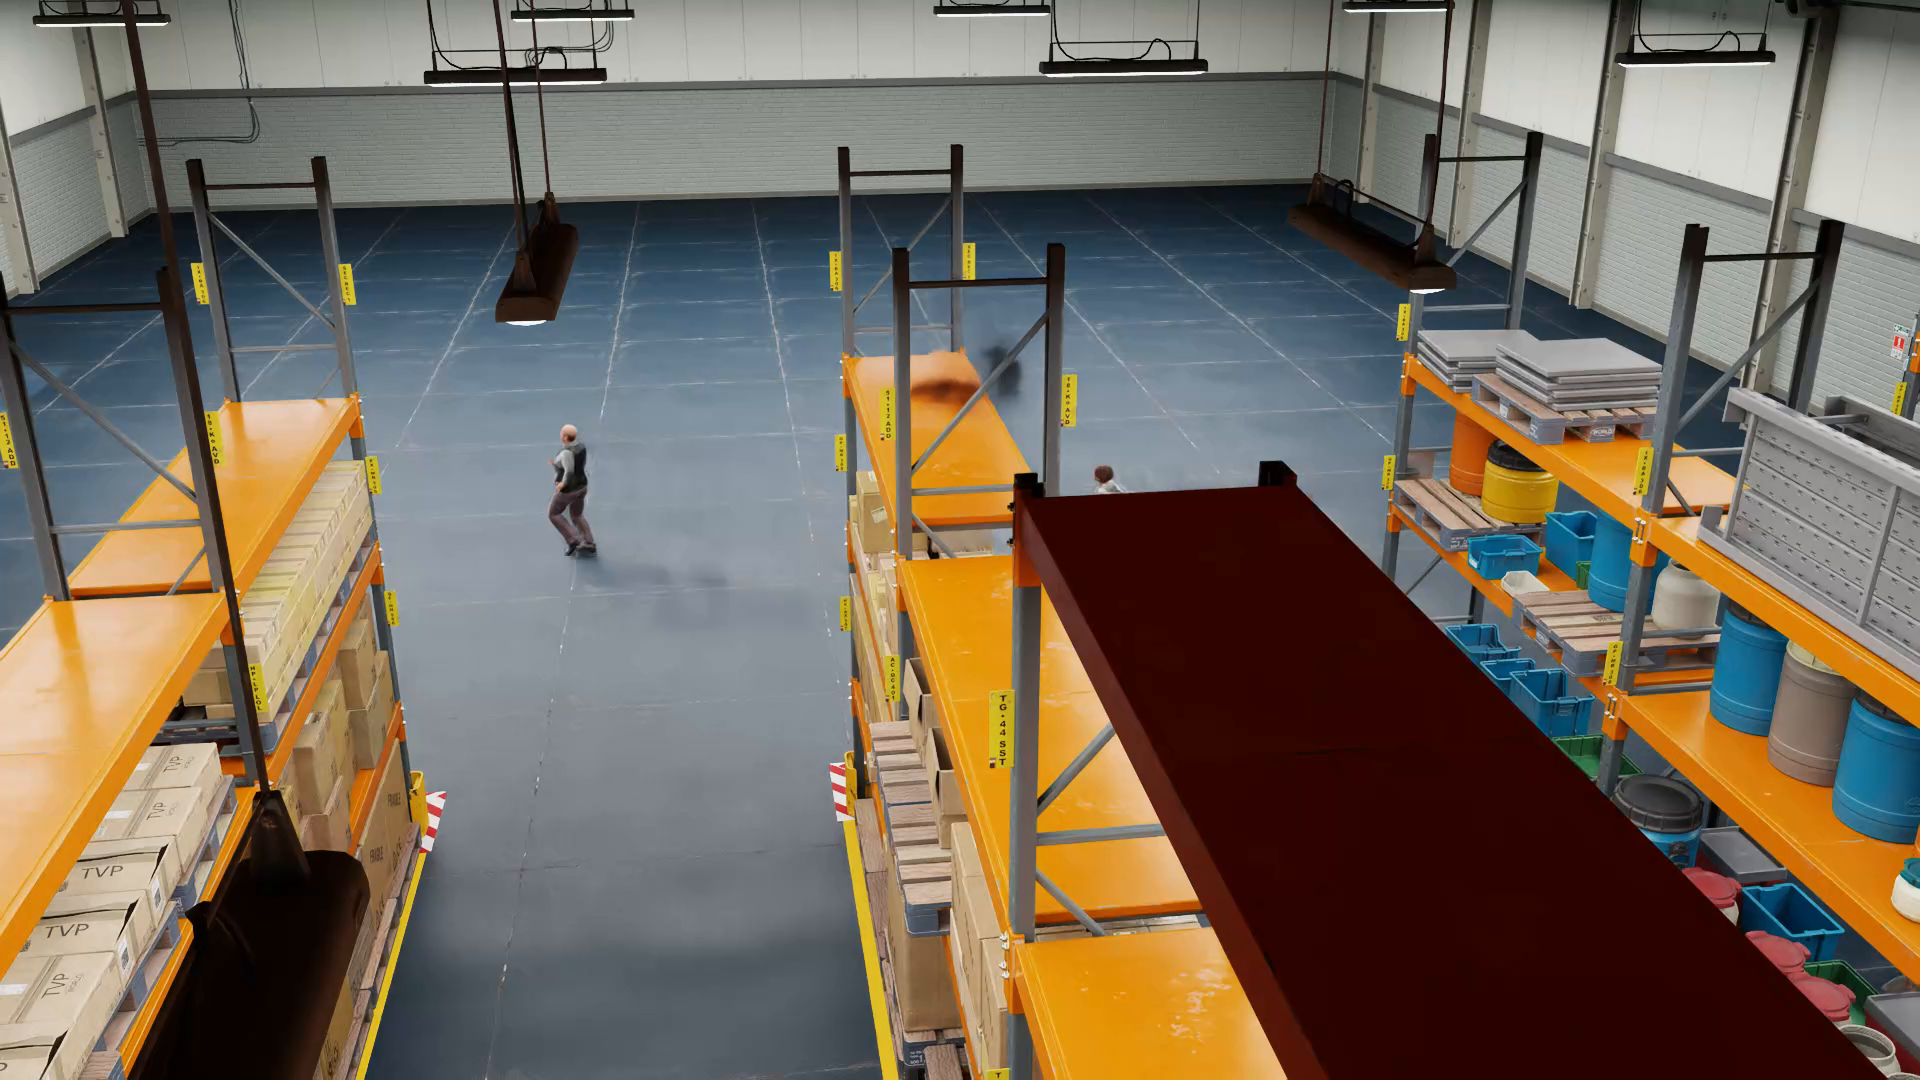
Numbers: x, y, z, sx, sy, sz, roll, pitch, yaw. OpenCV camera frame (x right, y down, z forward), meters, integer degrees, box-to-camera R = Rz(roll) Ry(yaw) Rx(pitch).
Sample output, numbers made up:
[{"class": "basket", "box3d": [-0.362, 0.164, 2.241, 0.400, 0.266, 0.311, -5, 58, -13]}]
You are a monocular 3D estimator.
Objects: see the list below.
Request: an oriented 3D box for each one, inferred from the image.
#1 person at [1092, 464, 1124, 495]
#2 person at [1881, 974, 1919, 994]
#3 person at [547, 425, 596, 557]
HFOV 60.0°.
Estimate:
[{"class": "person", "box3d": [1.748, -0.140, 19.868, 0.821, 1.617, 0.551, 7, 23, 17]}, {"class": "person", "box3d": [6.746, 3.102, 11.525, 0.574, 1.631, 0.824, -1, 22, -3]}, {"class": "person", "box3d": [-4.934, -0.620, 20.910, 0.658, 1.725, 0.641, 9, 23, 21]}]
